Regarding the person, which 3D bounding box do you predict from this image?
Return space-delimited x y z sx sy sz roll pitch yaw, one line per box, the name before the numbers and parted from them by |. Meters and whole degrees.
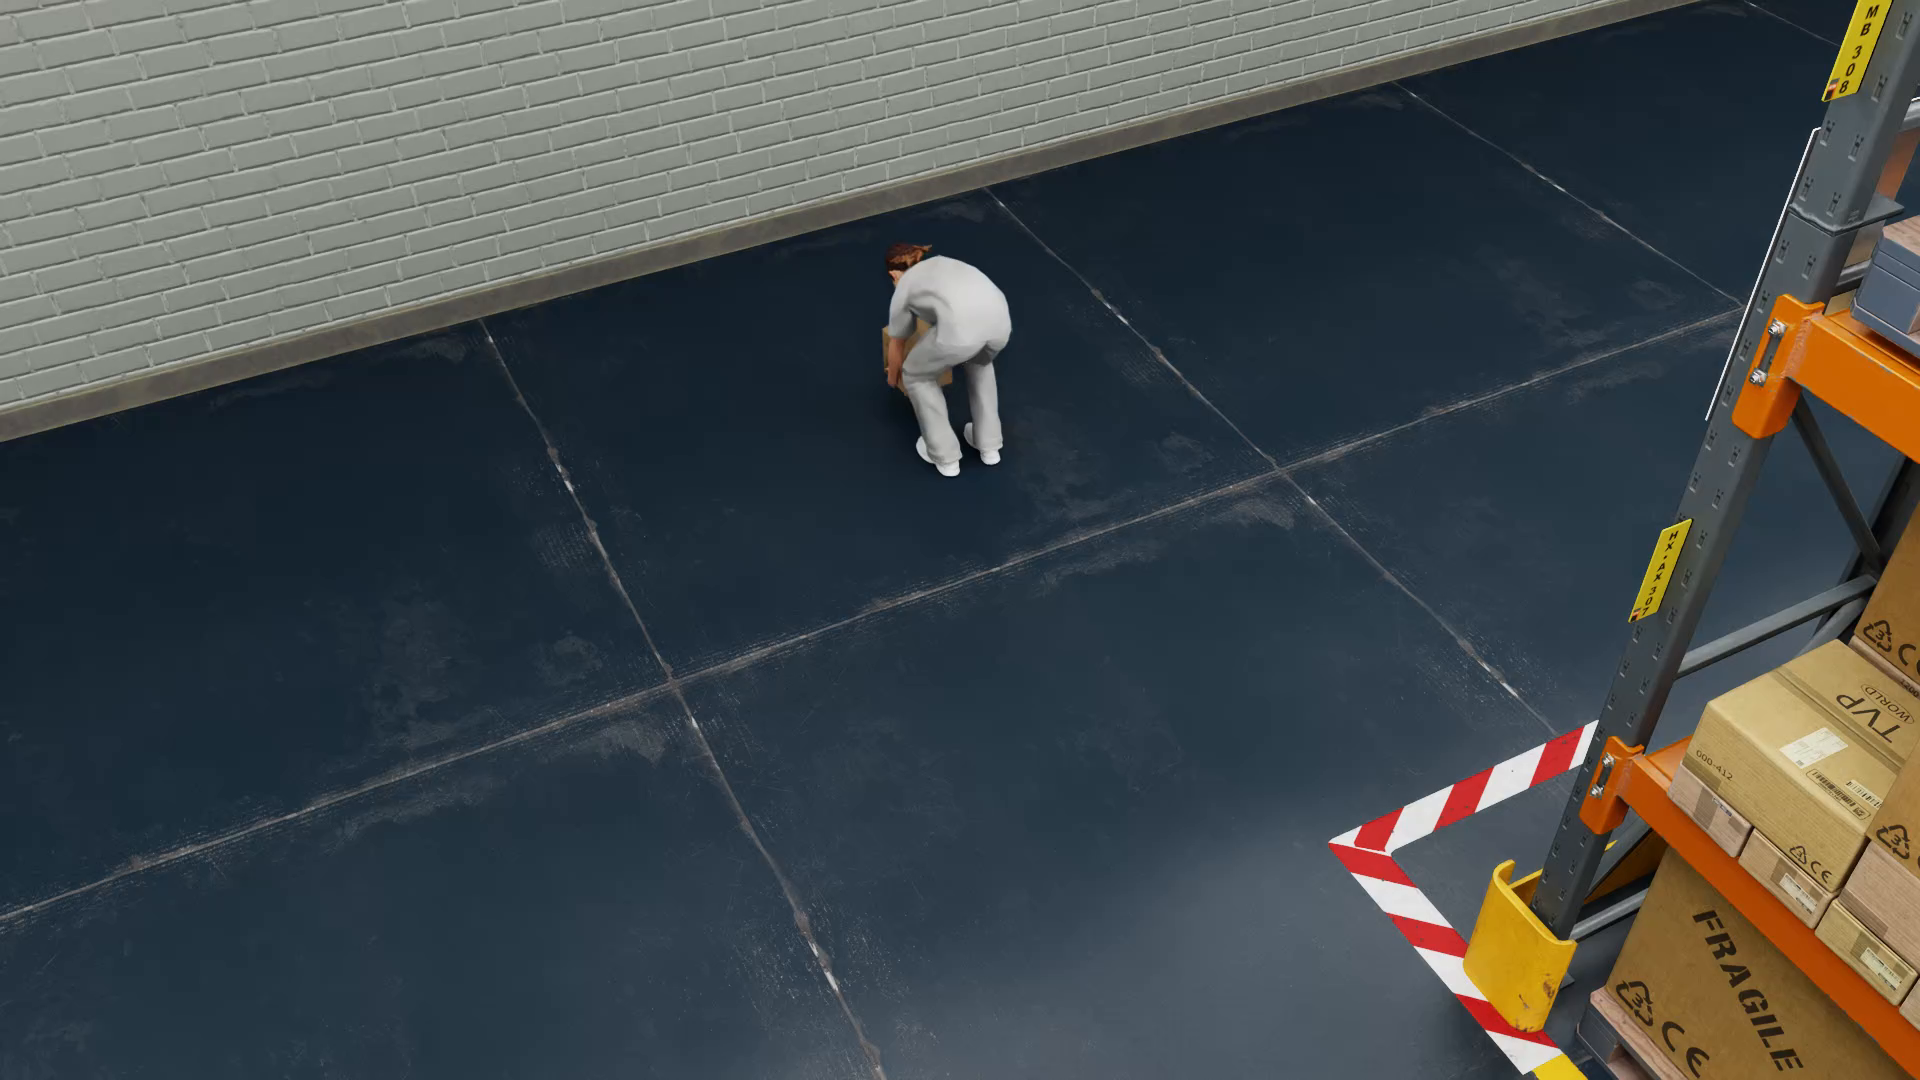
person | -0.093 -0.864 7.695 0.452 0.940 0.861 -21 46 -22
